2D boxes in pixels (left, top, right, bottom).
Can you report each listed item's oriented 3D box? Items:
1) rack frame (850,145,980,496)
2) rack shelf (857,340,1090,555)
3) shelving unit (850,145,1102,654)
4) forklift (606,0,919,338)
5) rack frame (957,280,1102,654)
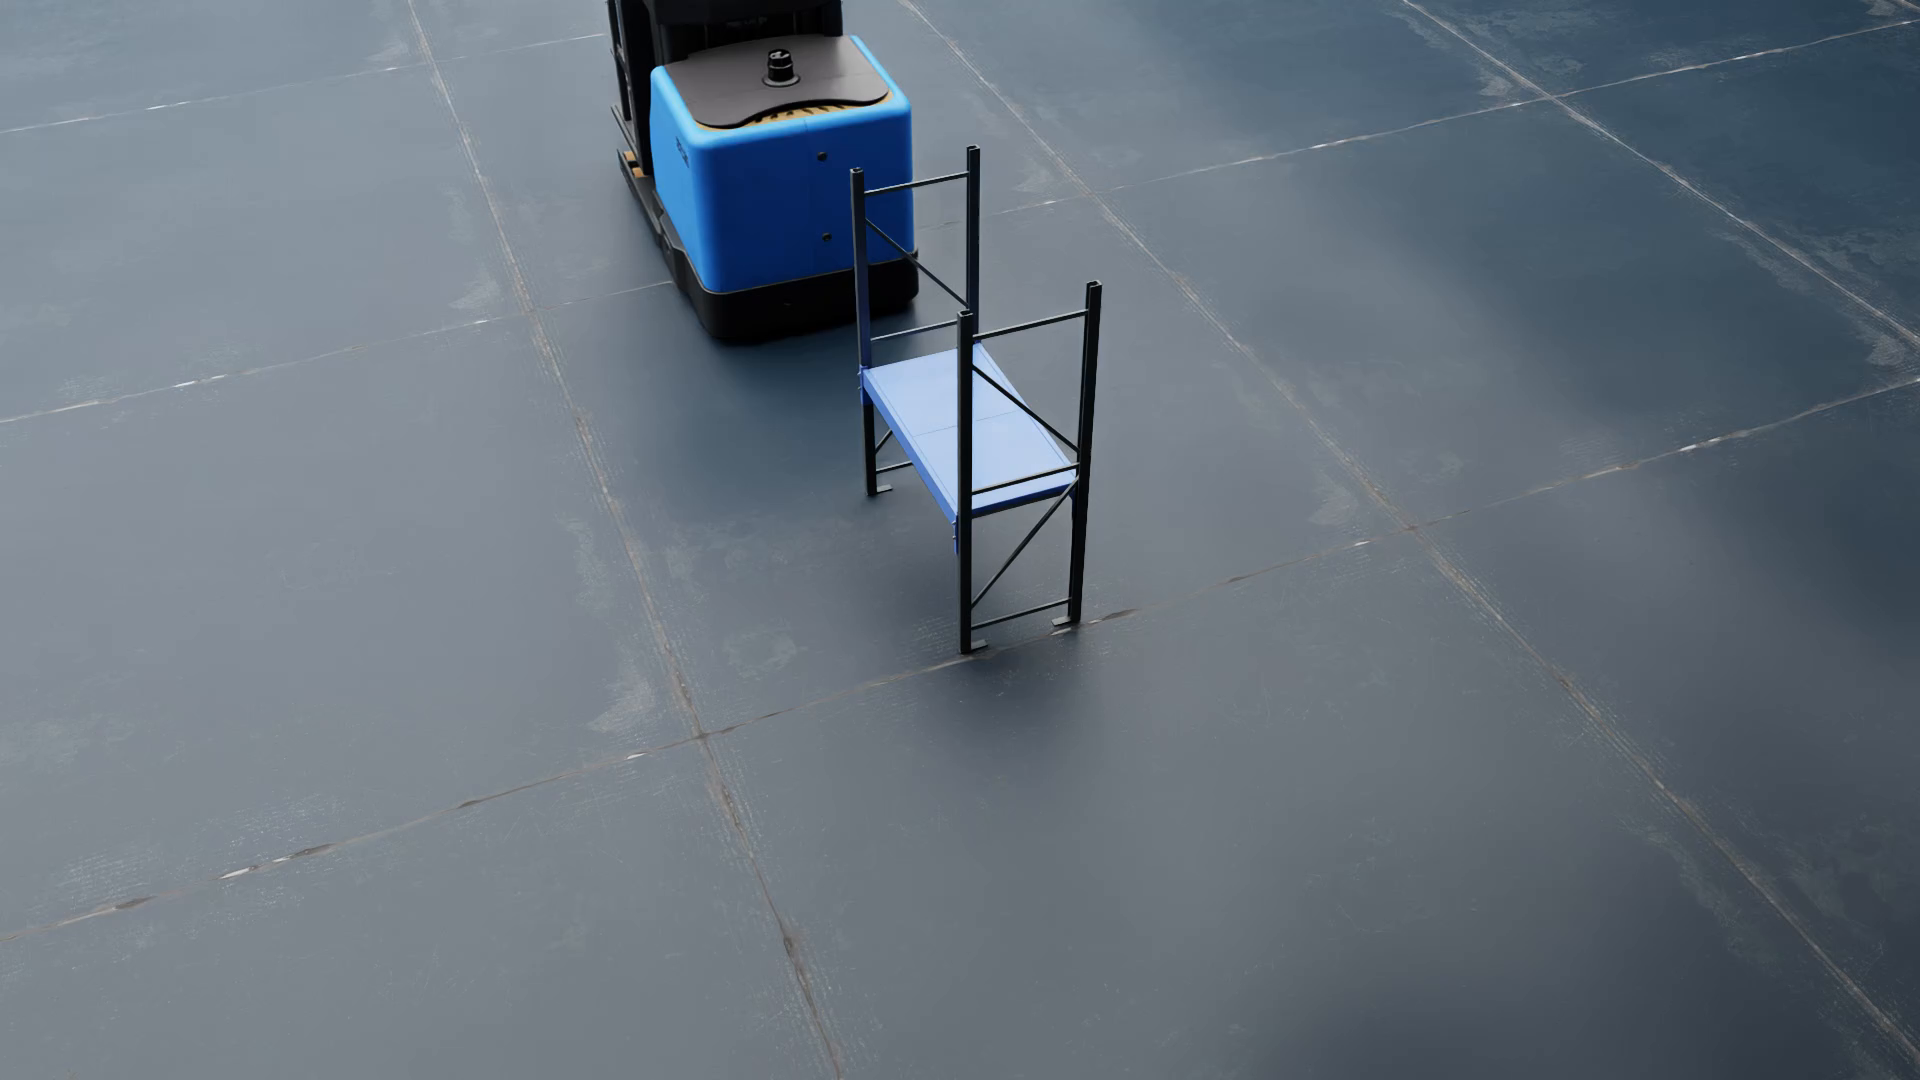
[{"bbox_3d":[-0.162,-0.824,6.557,0.500,1.500,0.032,-15,43,-17],"label":"rack frame"},{"bbox_3d":[0.033,-0.381,6.319,0.538,0.185,1.000,-15,43,-17],"label":"rack shelf"},{"bbox_3d":[0.033,-0.517,6.201,0.538,1.500,1.048,-15,43,-17],"label":"shelving unit"},{"bbox_3d":[-1.200,-3.020,8.014,1.130,2.935,3.031,-14,43,-16],"label":"forklift"},{"bbox_3d":[0.227,-0.211,5.845,0.500,1.500,0.032,-15,43,-17],"label":"rack frame"}]
